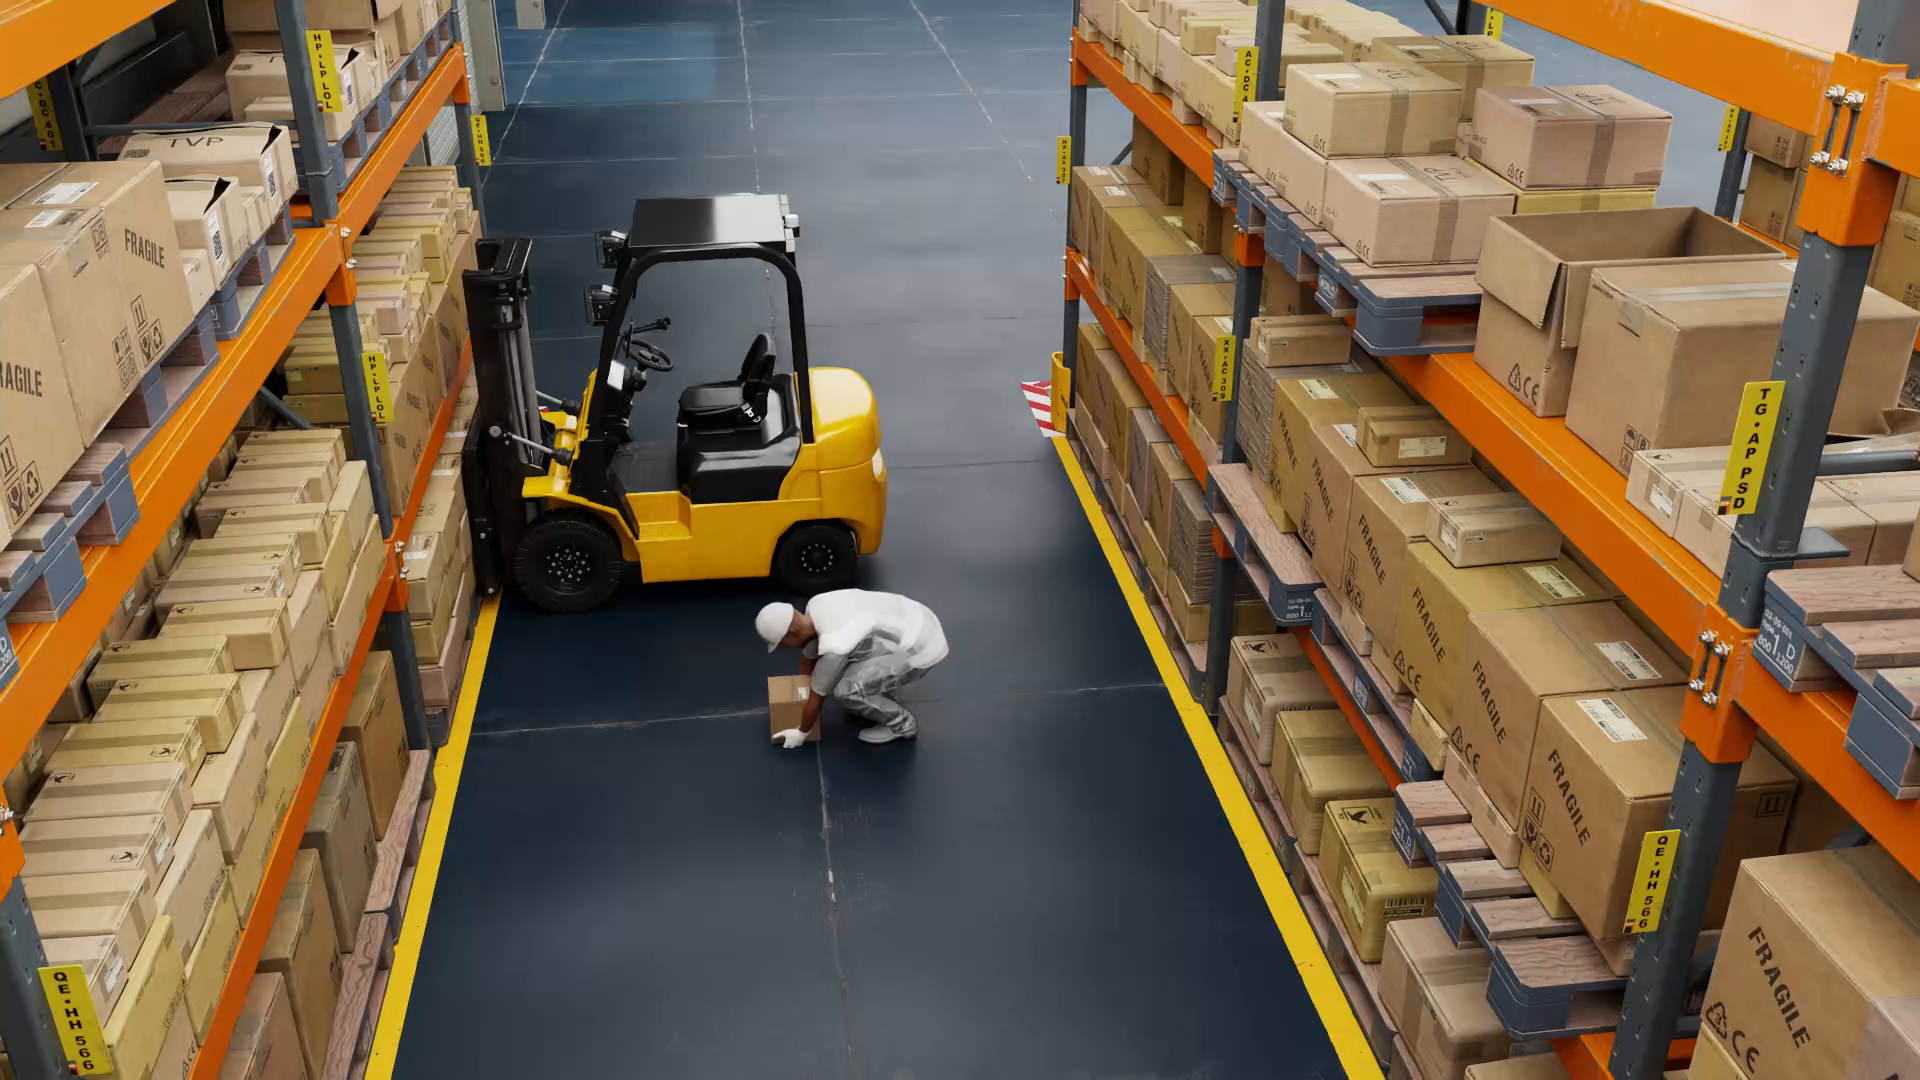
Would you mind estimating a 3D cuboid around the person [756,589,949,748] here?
[{"bbox_3d":[-0.542,0.655,8.476,0.962,0.833,0.552,-4,27,-8],"label":"person"}]
